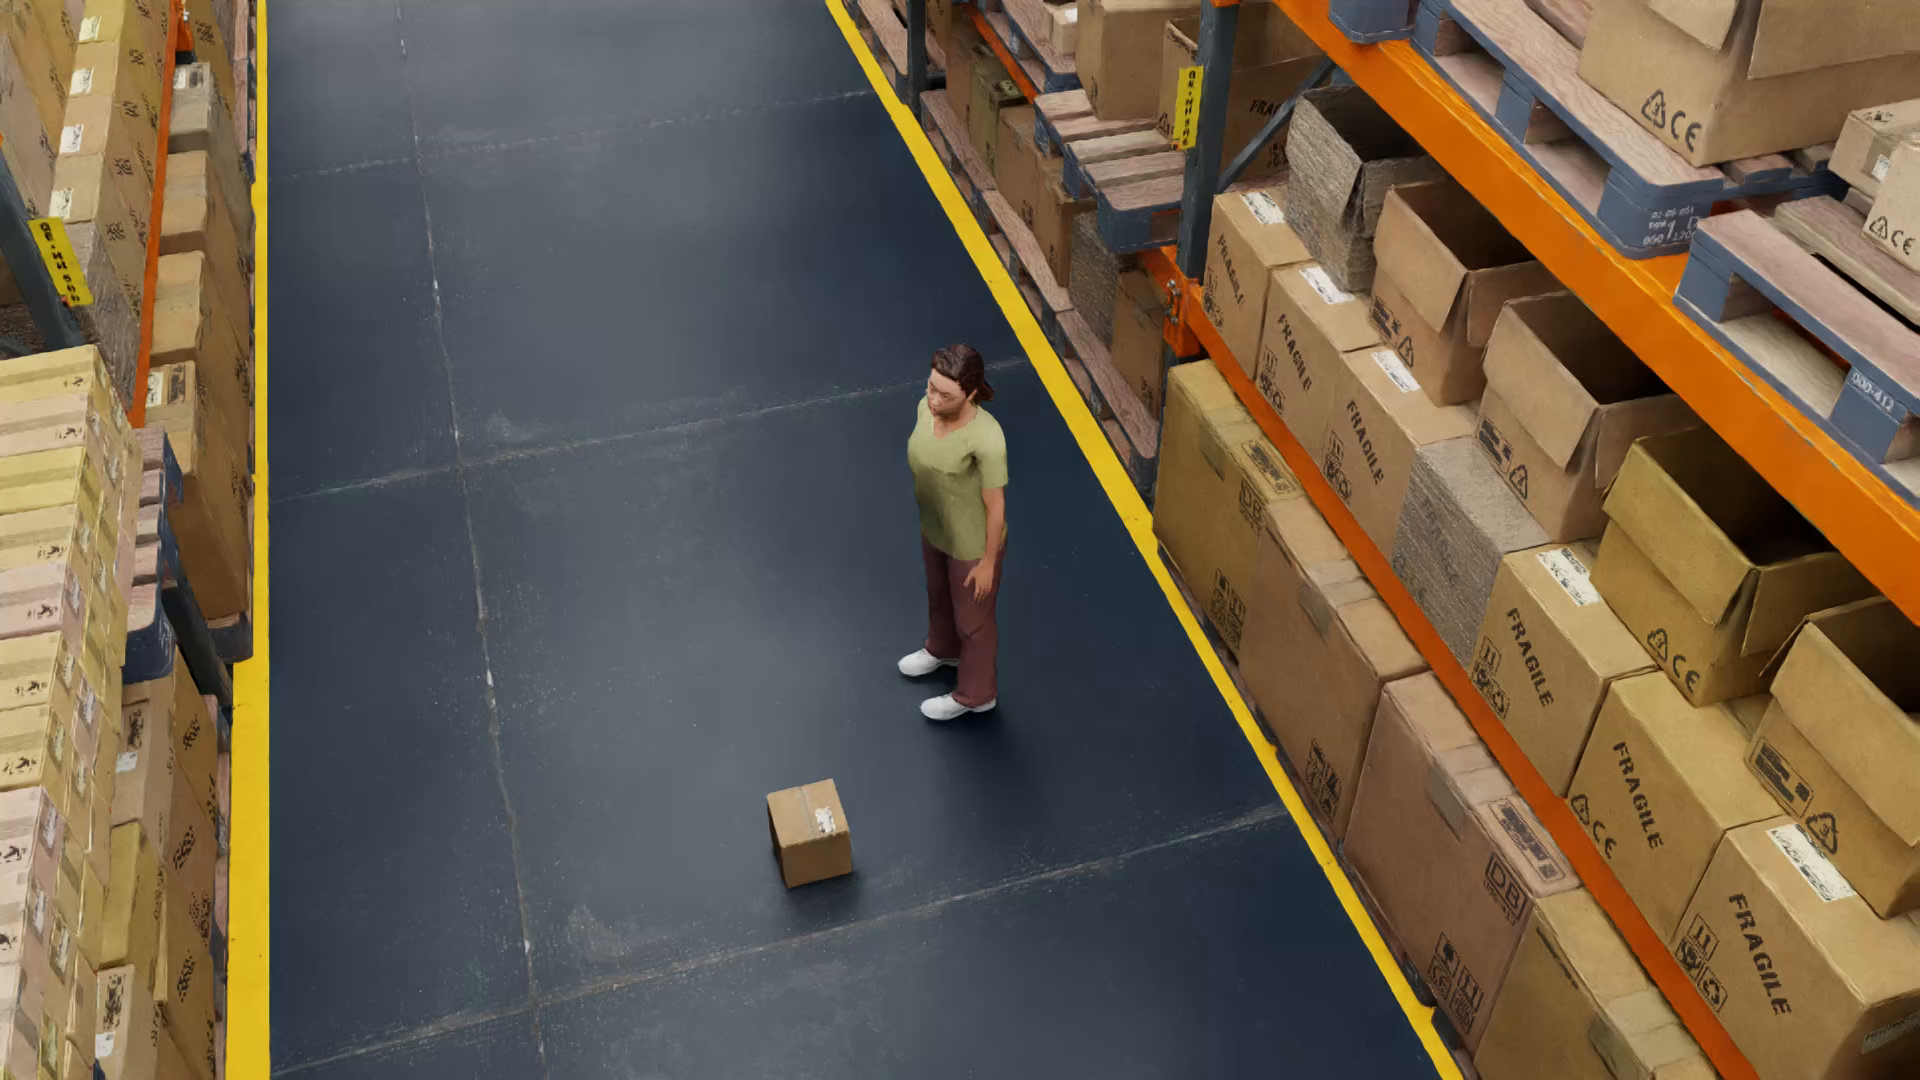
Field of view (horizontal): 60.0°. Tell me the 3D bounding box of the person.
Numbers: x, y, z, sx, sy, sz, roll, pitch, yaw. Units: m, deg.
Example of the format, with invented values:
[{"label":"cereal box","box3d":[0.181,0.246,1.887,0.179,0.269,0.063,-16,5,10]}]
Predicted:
[{"label":"person","box3d":[-0.024,0.002,6.135,0.370,1.670,0.518,-28,49,-27]}]
